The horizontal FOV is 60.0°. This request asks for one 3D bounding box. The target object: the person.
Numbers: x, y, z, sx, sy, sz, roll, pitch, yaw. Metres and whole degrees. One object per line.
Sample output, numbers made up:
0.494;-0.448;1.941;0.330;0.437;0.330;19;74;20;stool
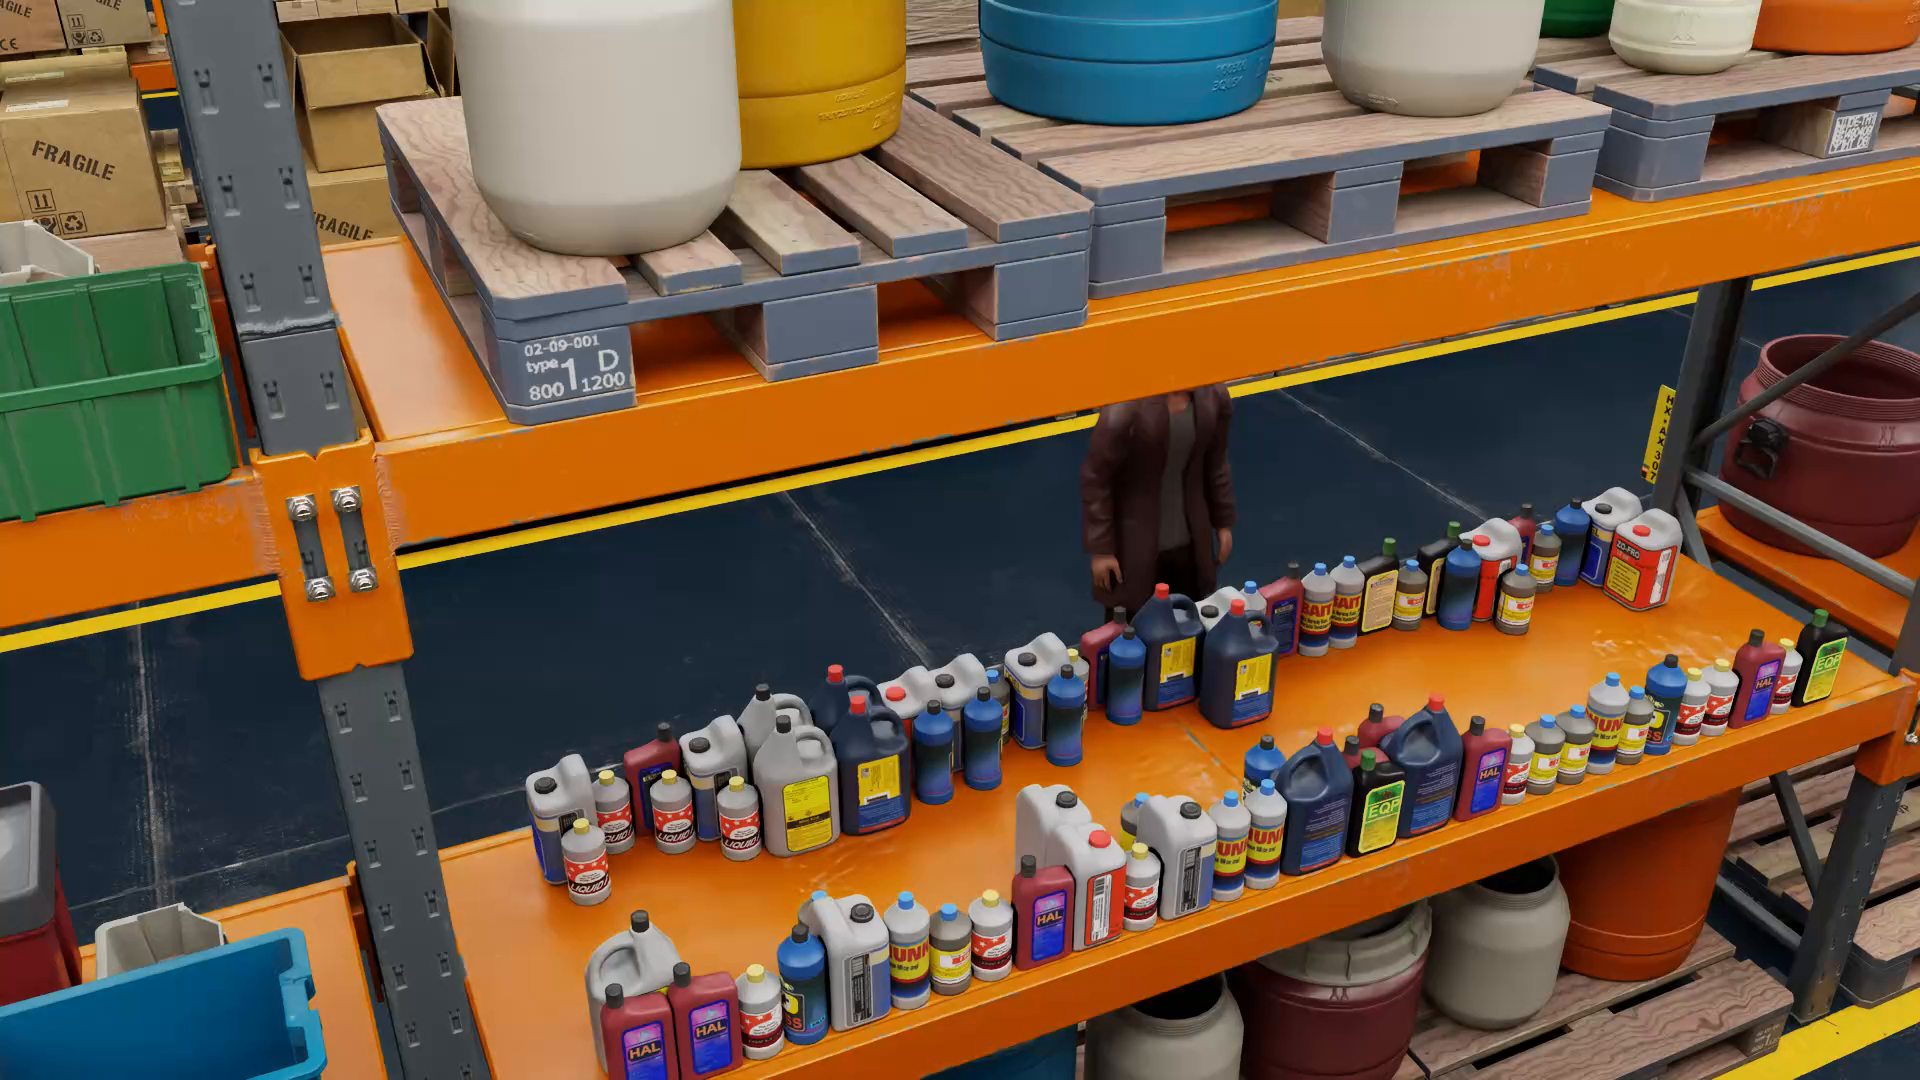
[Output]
0.736;-0.006;6.153;0.643;1.774;0.423;-13;31;-22;person
